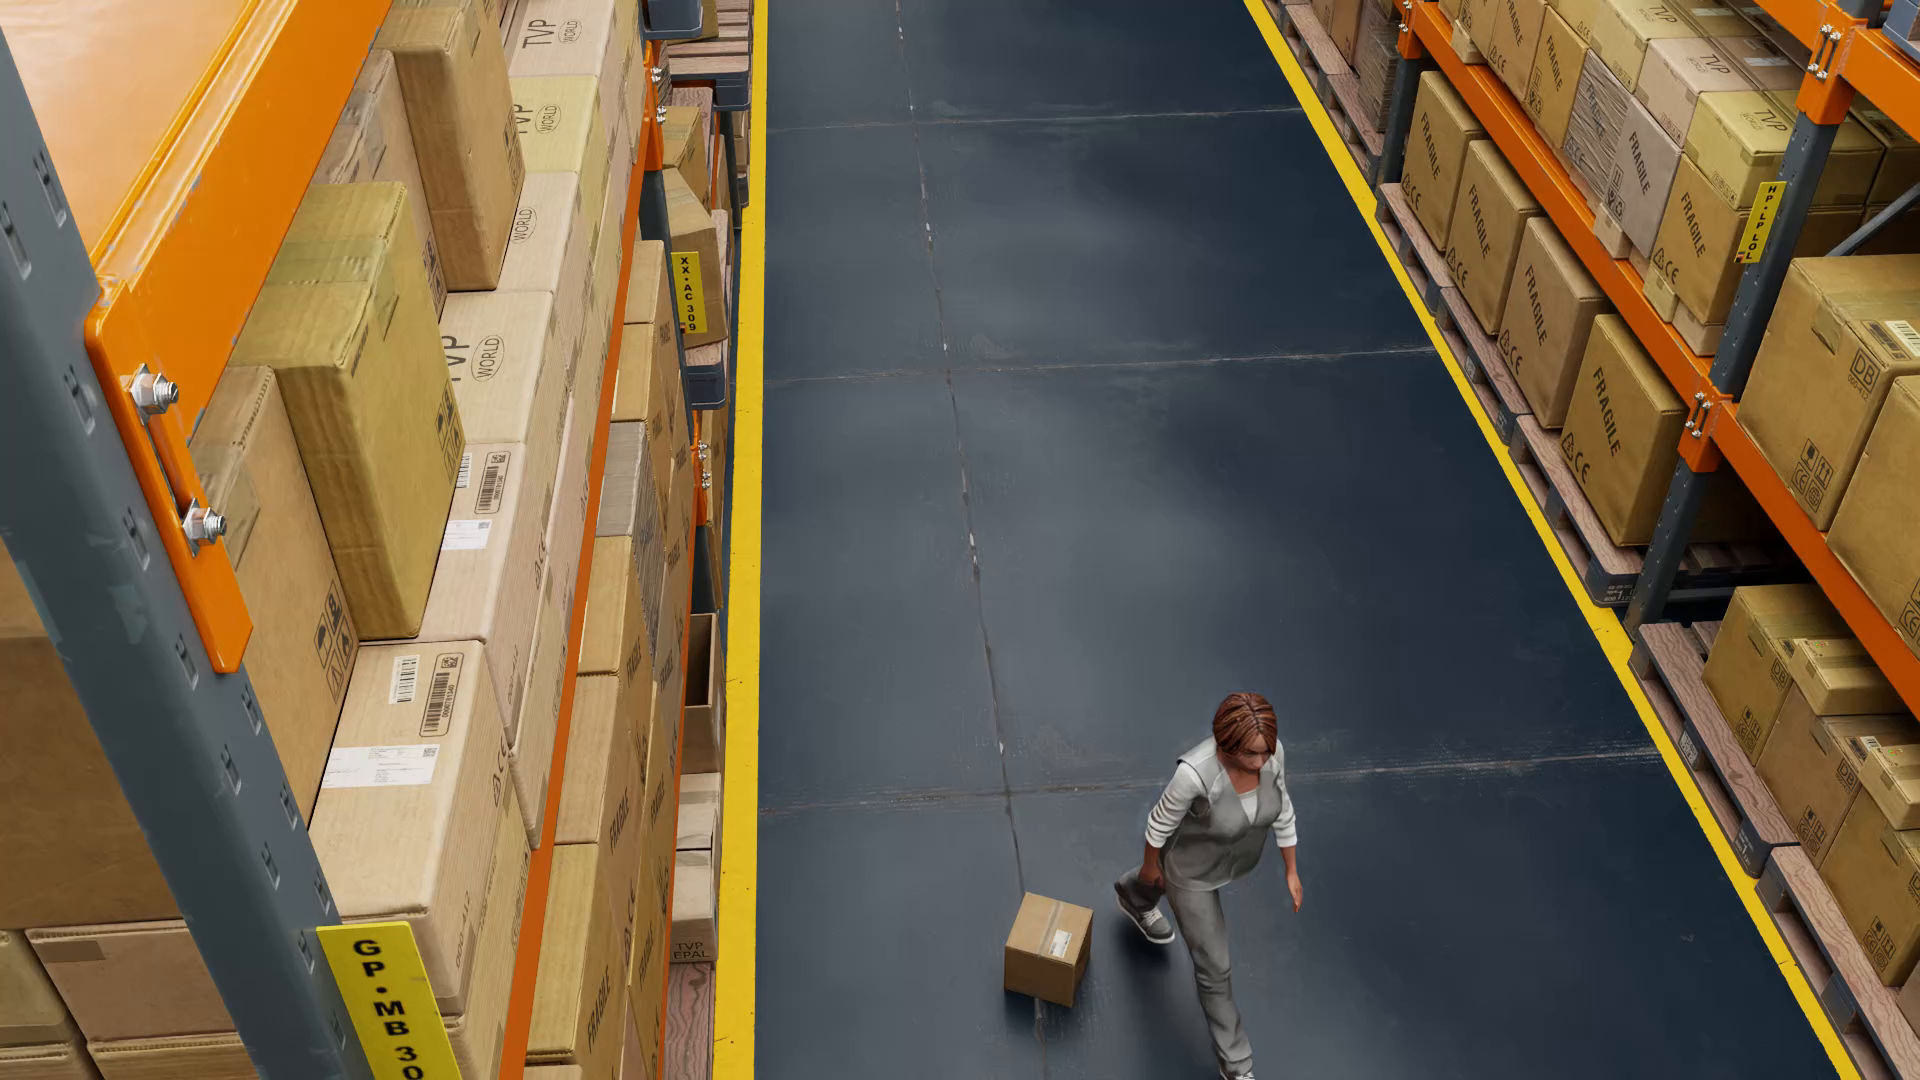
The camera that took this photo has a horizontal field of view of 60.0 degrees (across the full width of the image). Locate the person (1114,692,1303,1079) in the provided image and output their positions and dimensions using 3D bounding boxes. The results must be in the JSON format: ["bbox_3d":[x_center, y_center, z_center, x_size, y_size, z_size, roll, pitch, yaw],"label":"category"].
[{"bbox_3d":[0.824,1.031,5.330,0.432,1.528,1.004,-23,45,-26],"label":"person"}]
